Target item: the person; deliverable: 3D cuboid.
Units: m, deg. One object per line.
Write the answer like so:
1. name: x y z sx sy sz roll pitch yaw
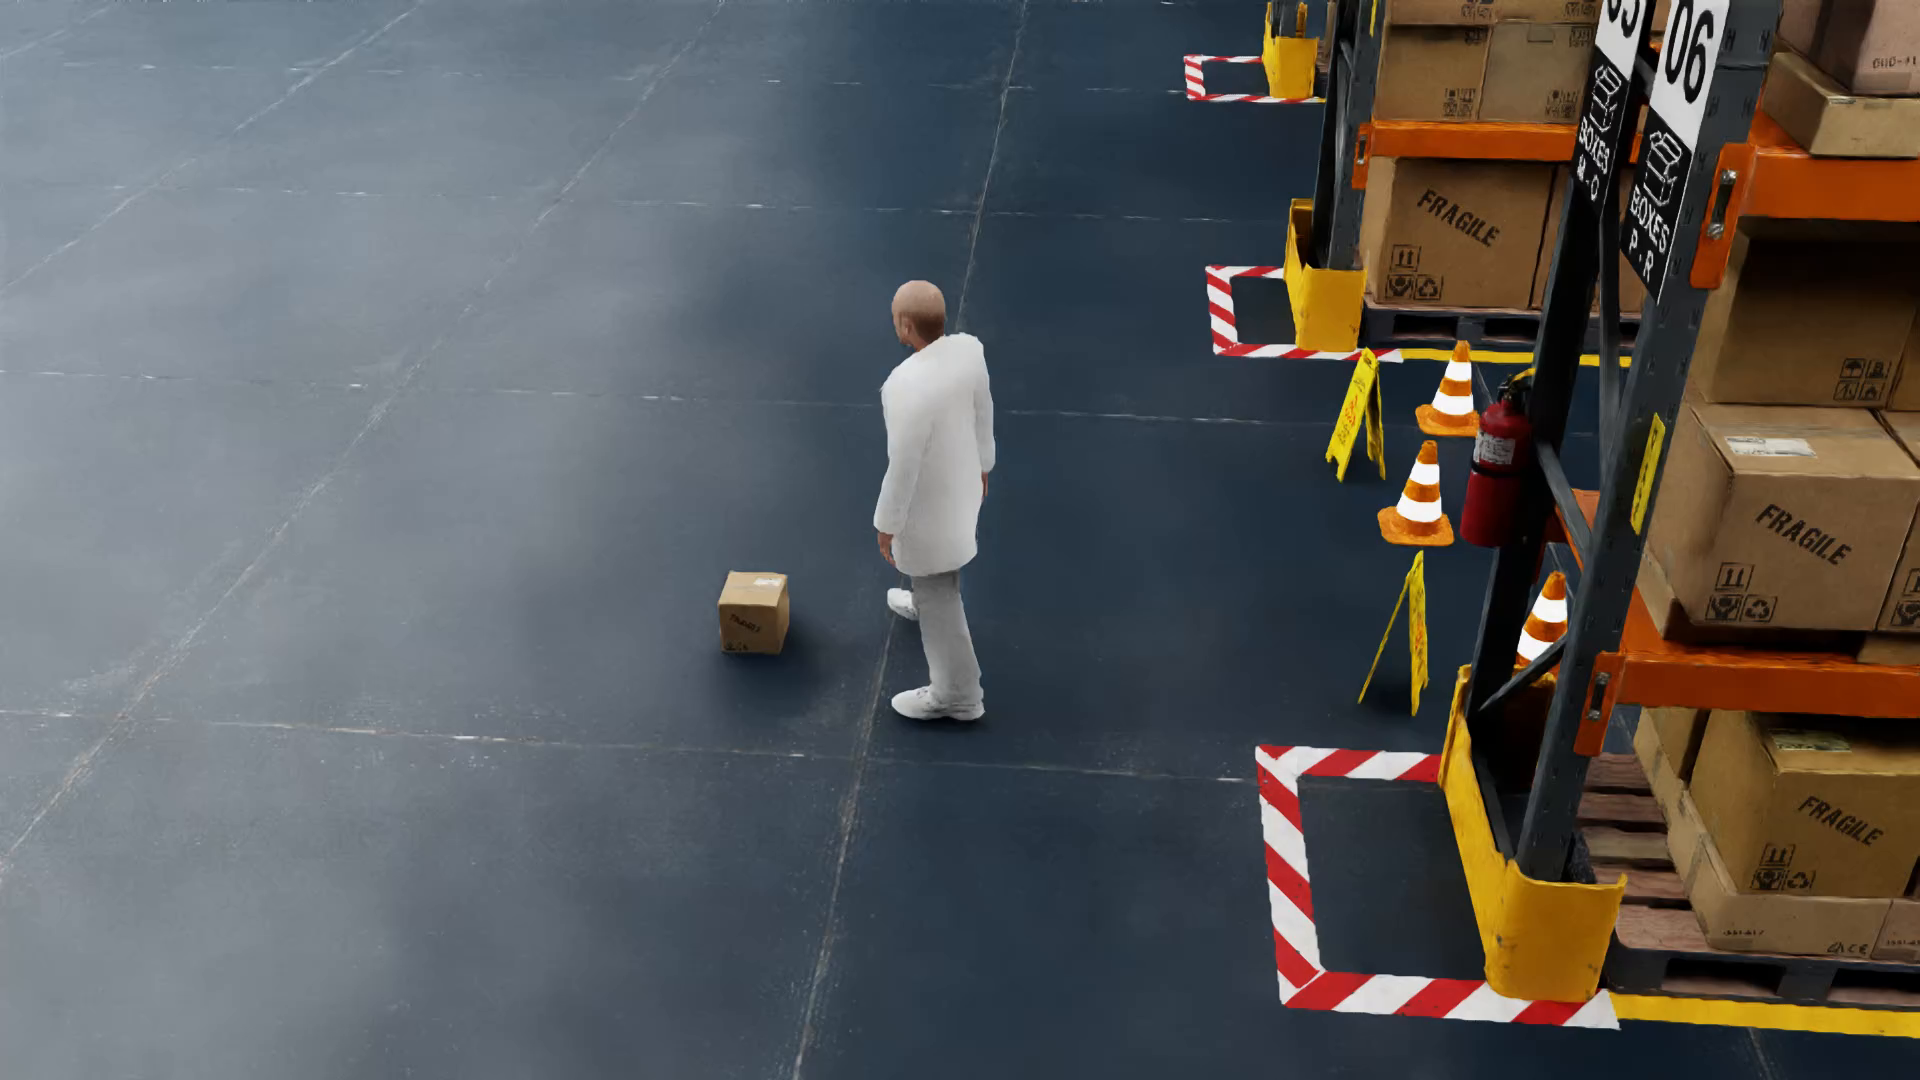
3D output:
1. person: -0.157 -0.202 6.442 0.733 1.770 0.743 16 35 25
